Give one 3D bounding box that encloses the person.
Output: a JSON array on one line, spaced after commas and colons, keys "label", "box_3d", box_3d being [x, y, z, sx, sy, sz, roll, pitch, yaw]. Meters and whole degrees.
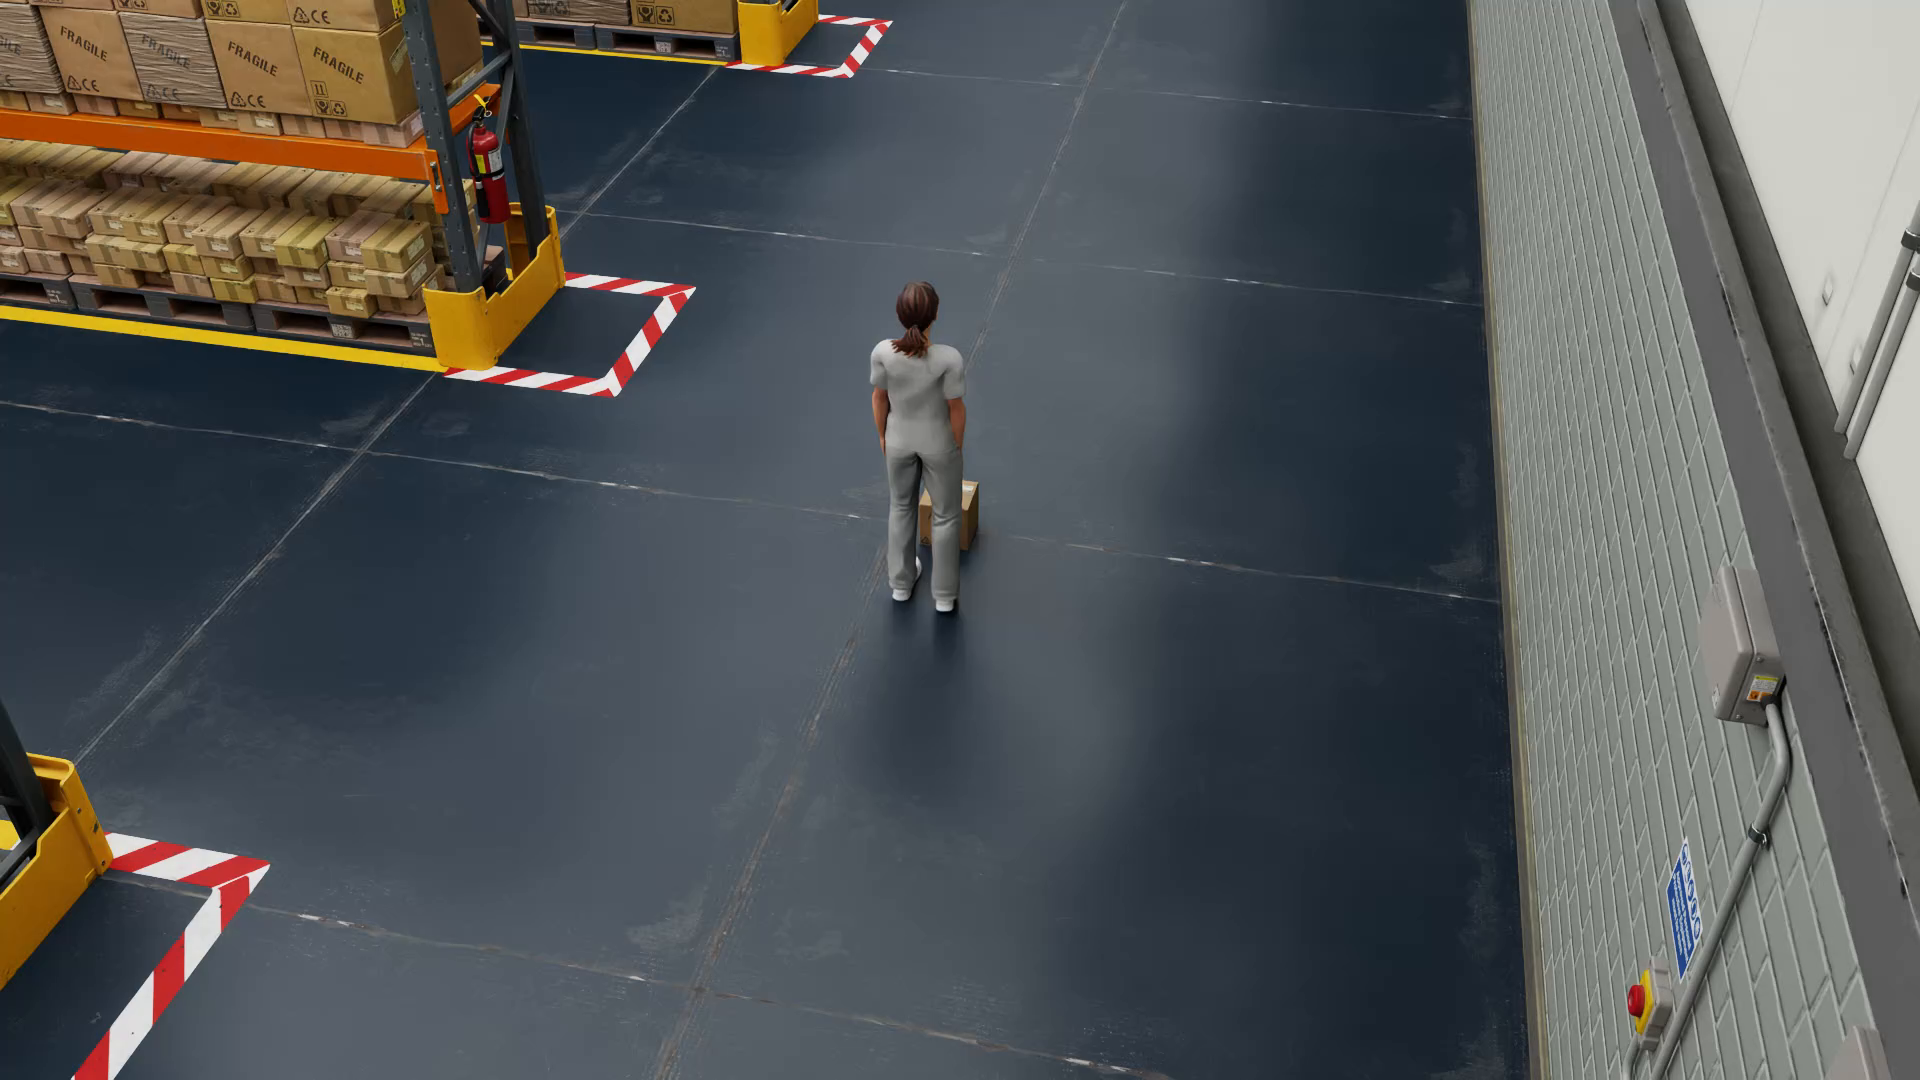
[{"label": "person", "box_3d": [-0.178, -0.419, 7.545, 0.437, 1.679, 0.374, 9, 38, 11]}]
